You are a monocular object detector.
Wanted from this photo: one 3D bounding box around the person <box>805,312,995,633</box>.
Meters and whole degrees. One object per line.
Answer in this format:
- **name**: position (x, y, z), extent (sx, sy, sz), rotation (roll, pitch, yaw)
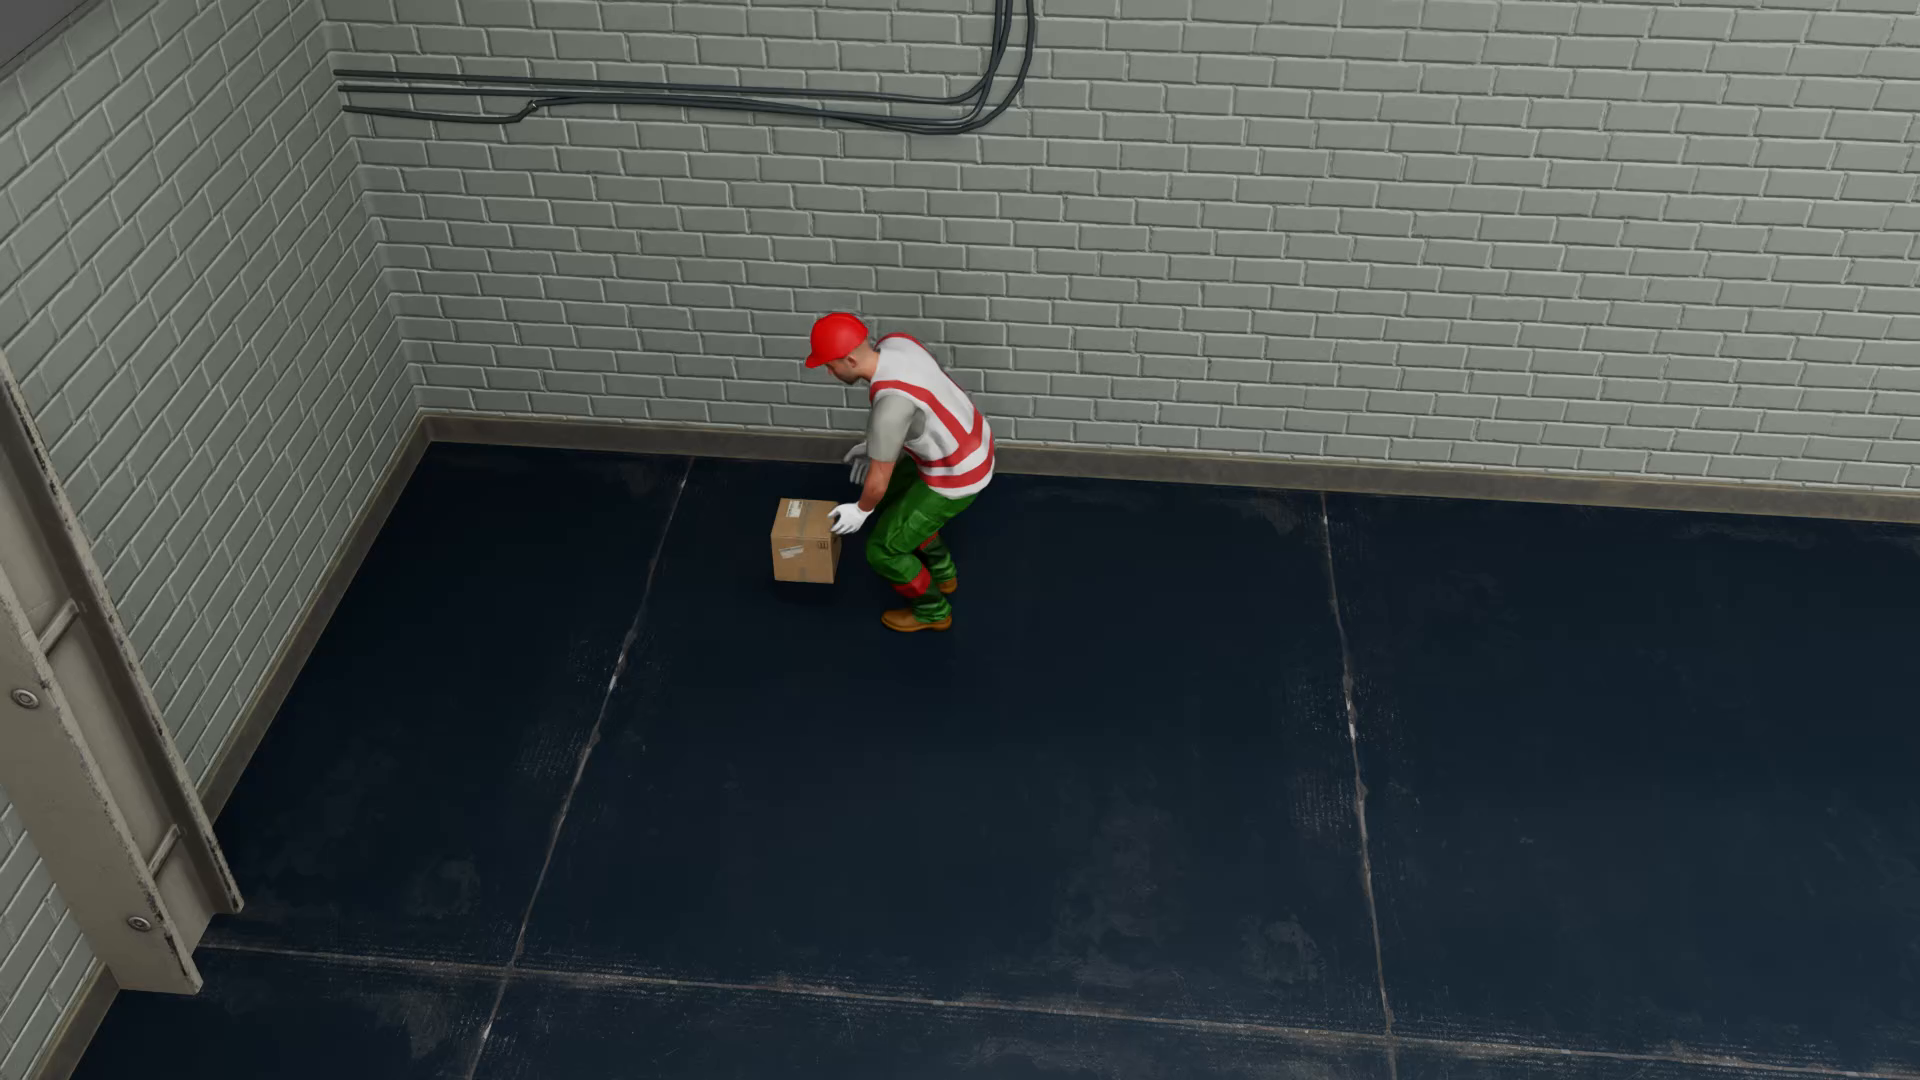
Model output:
- **person**: position (-0.228, -0.266, 6.705), extent (0.730, 1.472, 0.582), rotation (3, 40, 4)
